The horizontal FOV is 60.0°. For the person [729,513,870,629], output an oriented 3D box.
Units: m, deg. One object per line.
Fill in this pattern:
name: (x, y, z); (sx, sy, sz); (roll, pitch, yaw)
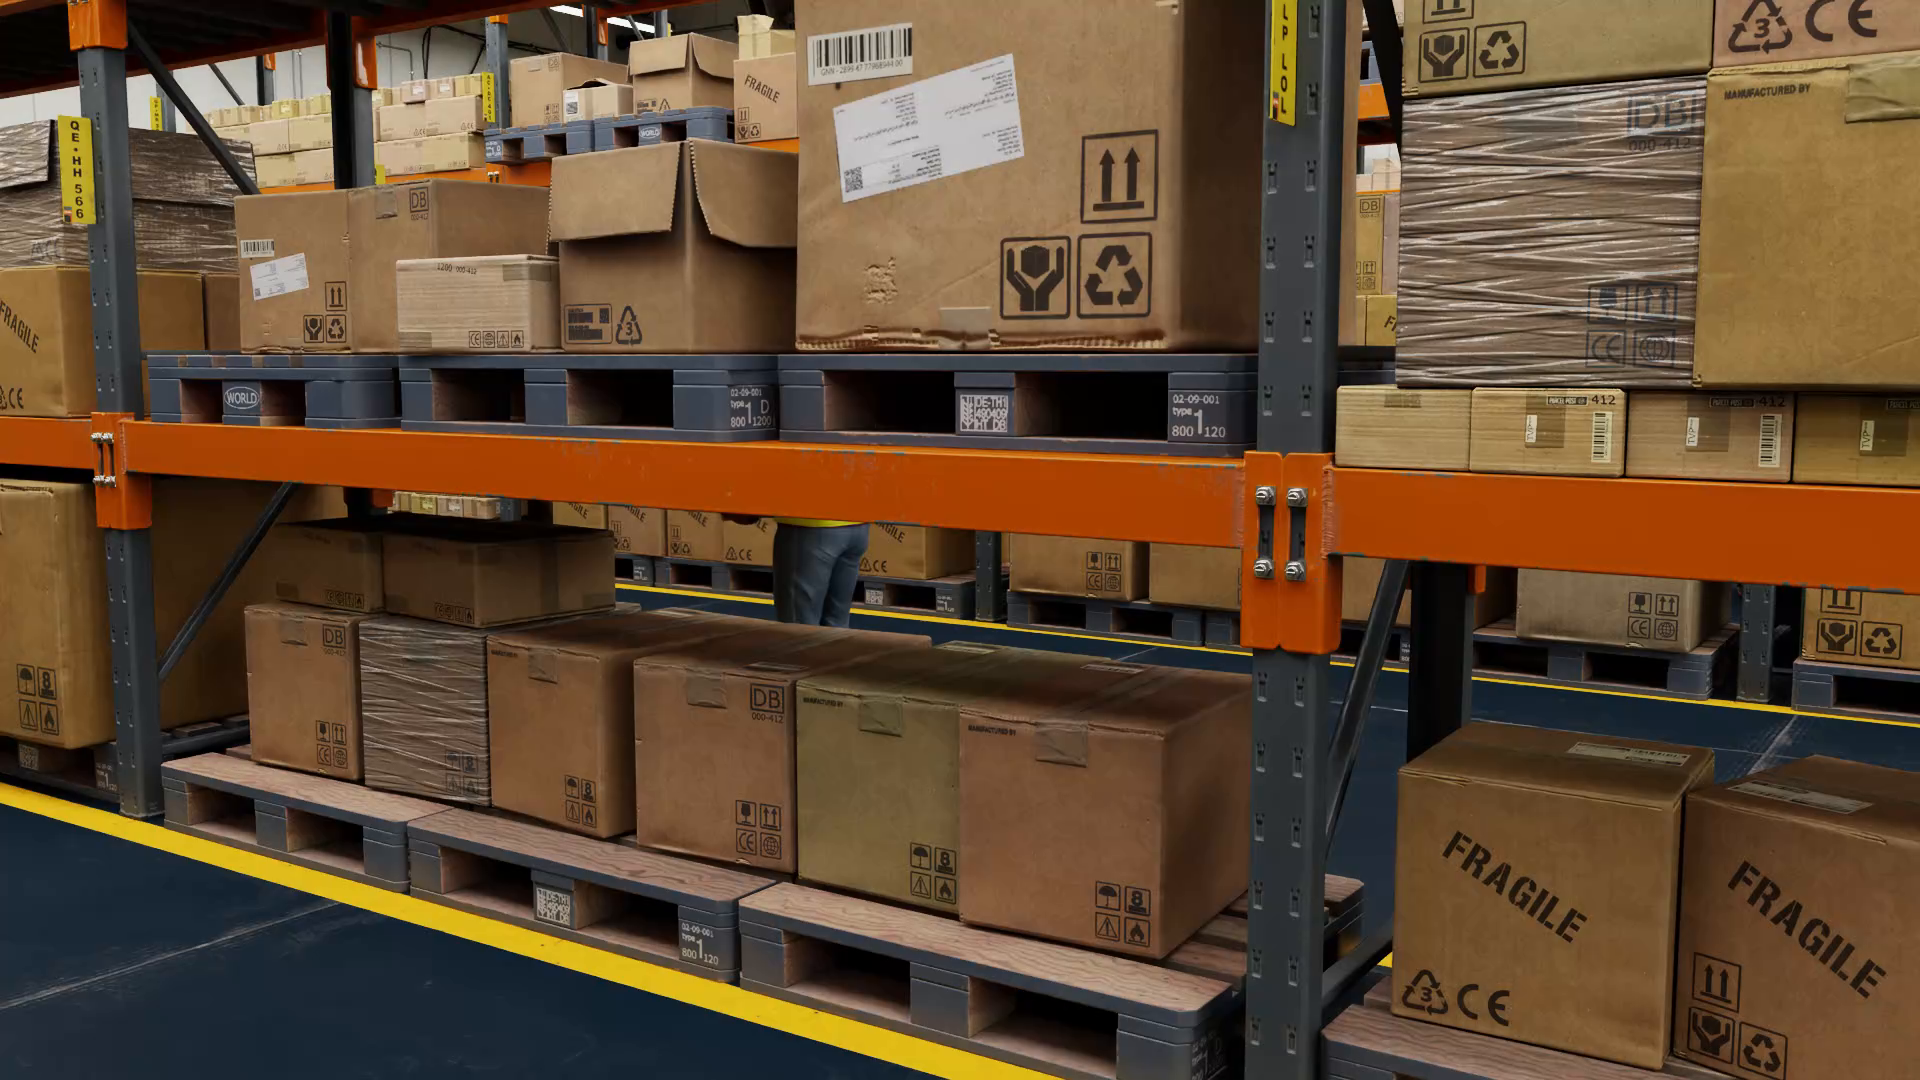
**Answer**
person: (-0.587, -0.051, 6.170); (0.576, 1.760, 0.503); (4, 7, 32)
